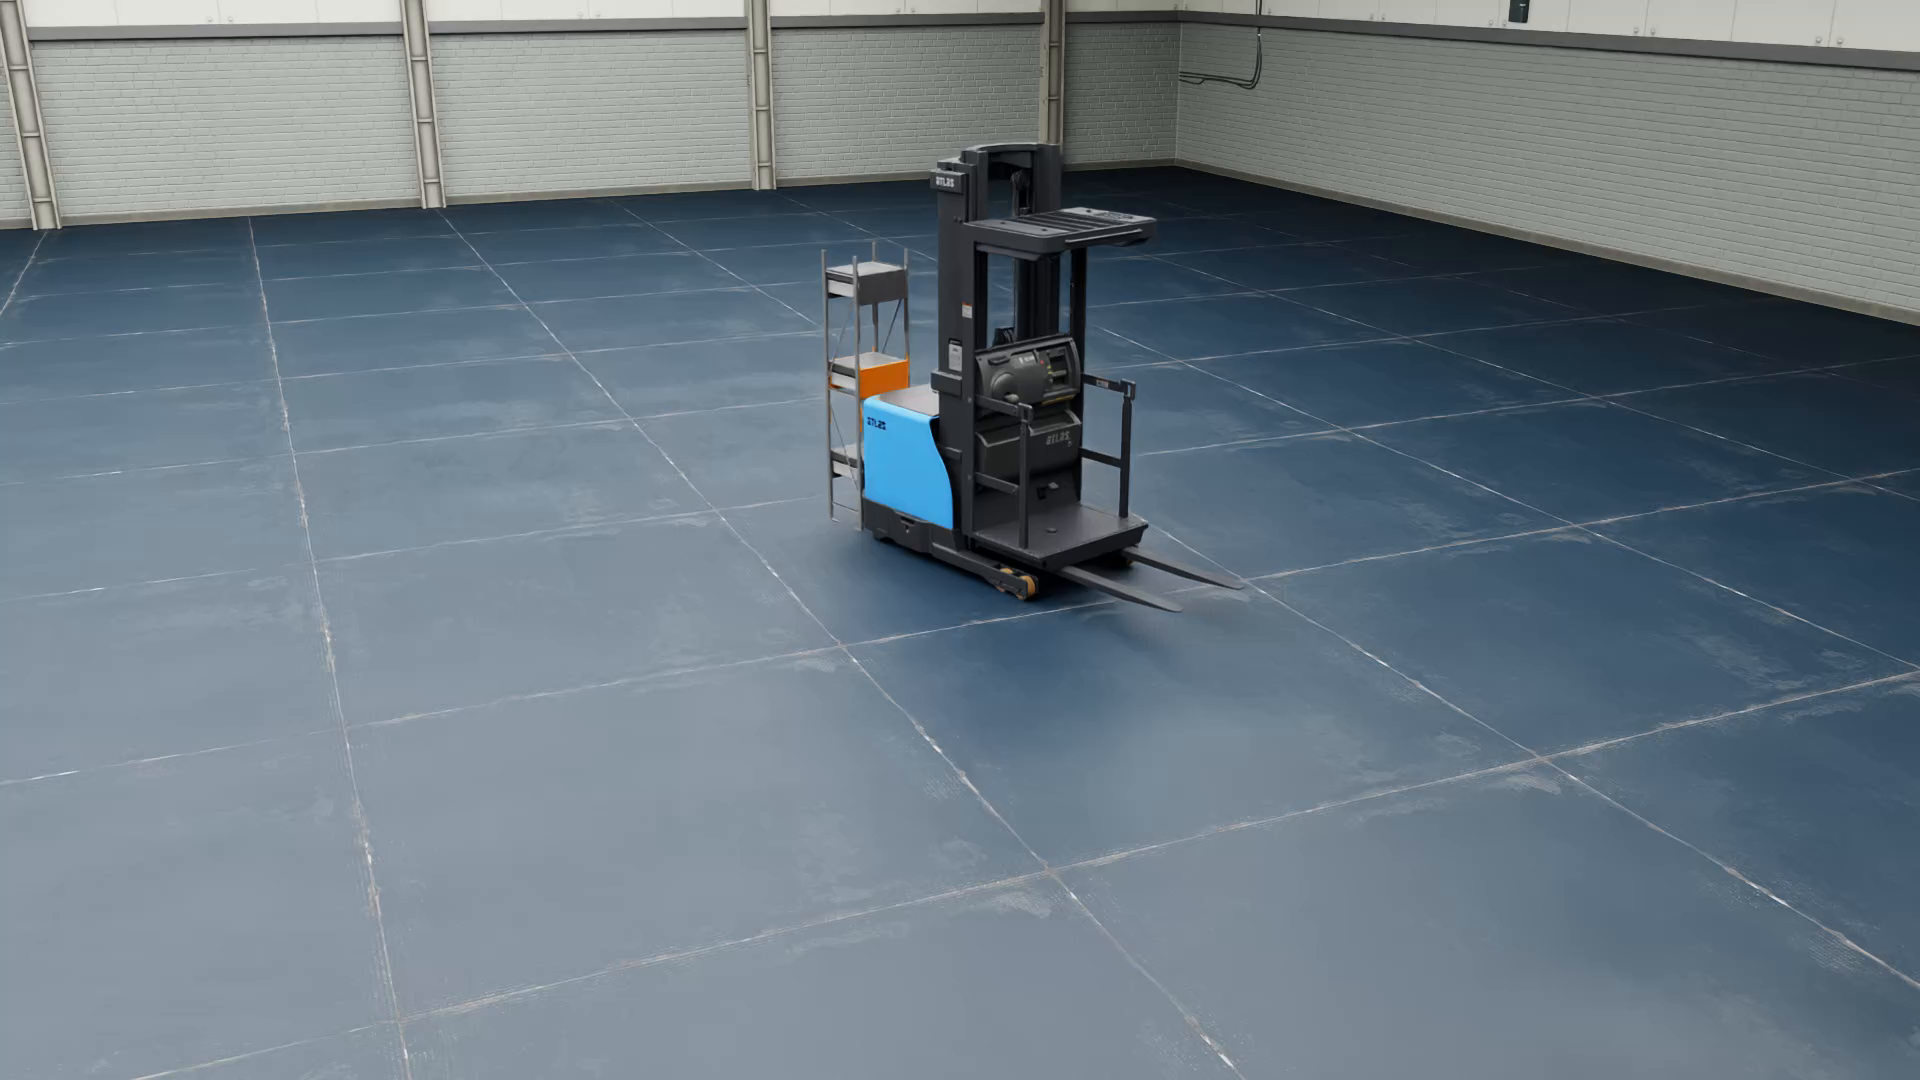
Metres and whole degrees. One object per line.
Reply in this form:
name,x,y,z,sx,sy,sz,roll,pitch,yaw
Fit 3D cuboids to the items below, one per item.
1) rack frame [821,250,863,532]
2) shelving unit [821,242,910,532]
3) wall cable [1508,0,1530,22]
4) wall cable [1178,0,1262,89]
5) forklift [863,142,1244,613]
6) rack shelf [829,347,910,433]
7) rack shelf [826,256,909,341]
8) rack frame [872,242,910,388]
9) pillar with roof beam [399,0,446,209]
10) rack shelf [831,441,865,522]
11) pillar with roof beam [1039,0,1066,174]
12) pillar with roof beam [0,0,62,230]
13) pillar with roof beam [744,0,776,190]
rack frame,-0.883,-1.105,12.499,0.015,2.100,0.400,-17,26,-40
shelving unit,-0.703,-1.160,12.655,0.503,2.100,0.431,-17,26,-40
wall cable,8.793,-10.339,23.216,0.169,6.003,2.305,-8,21,-22
wall cable,5.047,-10.167,32.524,0.112,2.526,3.097,-8,21,-22
forklift,0.624,-1.164,11.416,1.130,2.935,3.031,-16,25,-39
rack shelf,-0.703,-1.147,12.659,0.480,0.518,0.431,-17,26,-40
rack shelf,-0.703,-1.807,12.427,0.480,0.518,0.431,-17,26,-40
rack frame,-0.524,-1.215,12.810,0.015,2.100,0.400,-17,26,-40
pillar with roof beam,-7.495,-8.756,23.841,0.400,9.000,9.100,-8,21,-22
rack shelf,-0.703,-0.487,12.892,0.480,0.518,0.431,-17,26,-40
pillar with roof beam,3.523,-10.335,28.325,0.400,9.000,9.100,-8,21,-22
pillar with roof beam,-13.004,-7.967,21.599,0.400,9.000,9.100,-8,21,-22
pillar with roof beam,-1.986,-9.546,26.083,0.400,9.000,9.100,-8,21,-22
